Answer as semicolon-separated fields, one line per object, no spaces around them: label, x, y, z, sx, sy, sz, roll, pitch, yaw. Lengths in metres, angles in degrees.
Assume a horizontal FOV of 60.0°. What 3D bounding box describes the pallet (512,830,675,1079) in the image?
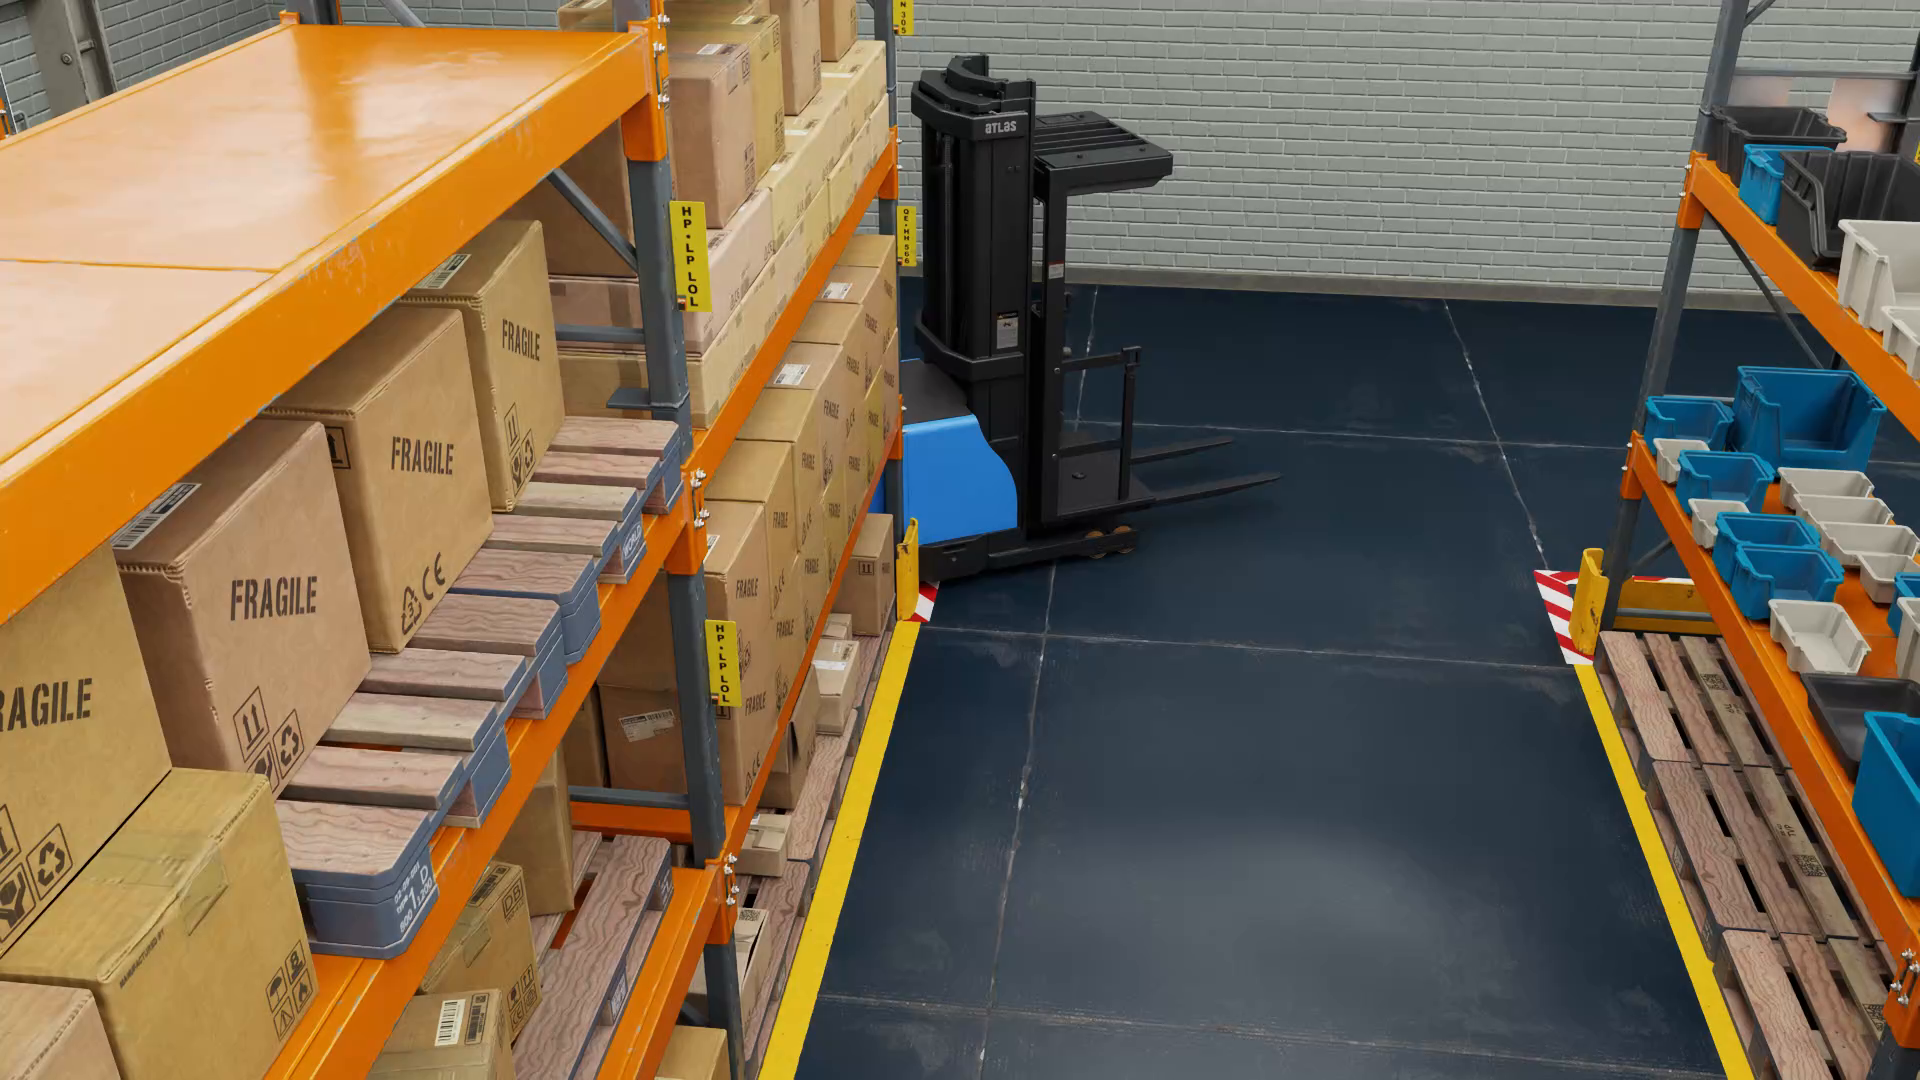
pallet;-1.527;1.337;5.101;1.003;0.211;1.213;3;28;6

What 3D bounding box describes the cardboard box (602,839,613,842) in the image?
cardboard box;-1.532;1.505;6.758;0.500;0.500;0.500;3;28;6

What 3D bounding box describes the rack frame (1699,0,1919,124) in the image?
rack frame;4.085;-3.352;7.276;1.000;3.000;0.127;3;28;6

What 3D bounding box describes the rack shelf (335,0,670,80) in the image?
rack shelf;-1.076;-2.382;6.238;1.077;0.370;4.000;3;28;6

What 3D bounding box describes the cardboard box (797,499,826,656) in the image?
cardboard box;-0.865;0.138;7.018;0.500;0.500;0.500;3;28;6

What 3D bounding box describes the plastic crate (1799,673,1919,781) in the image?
plastic crate;3.465;0.724;6.262;0.437;0.125;0.590;3;28;6

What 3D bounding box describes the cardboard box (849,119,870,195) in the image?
cardboard box;-0.704;-1.763;7.648;0.500;0.250;0.500;3;28;6

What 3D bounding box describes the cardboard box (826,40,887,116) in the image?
cardboard box;-0.640;-2.218;7.966;0.500;0.250;0.500;3;28;6

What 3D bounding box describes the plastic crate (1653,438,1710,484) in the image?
plastic crate;3.607;-0.378;8.296;0.250;0.136;0.298;3;28;6

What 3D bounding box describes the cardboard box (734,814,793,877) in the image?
cardboard box;-0.958;1.343;7.409;0.380;0.166;0.250;3;28;6

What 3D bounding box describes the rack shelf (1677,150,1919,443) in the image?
rack shelf;3.840;-0.773;6.411;1.077;0.370;4.000;3;28;6

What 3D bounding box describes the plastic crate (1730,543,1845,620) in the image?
plastic crate;3.530;0.195;7.131;0.416;0.233;0.300;3;28;6

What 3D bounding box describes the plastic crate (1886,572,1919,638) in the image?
plastic crate;4.088;0.318;6.902;0.416;0.233;0.300;3;28;6

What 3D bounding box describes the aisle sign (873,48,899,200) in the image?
aisle sign;-0.518;-2.159;8.646;0.394;0.787;0.004;3;28;6

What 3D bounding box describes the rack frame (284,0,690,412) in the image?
rack frame;-1.321;-1.759;4.319;1.000;3.000;0.127;3;28;6

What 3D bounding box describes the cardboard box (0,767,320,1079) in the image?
cardboard box;-1.665;0.709;2.796;0.910;0.500;0.500;3;28;6

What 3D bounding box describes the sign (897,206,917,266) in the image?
sign;-0.282;-1.608;8.810;0.100;0.325;0.005;3;28;6

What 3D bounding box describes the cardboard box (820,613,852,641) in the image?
cardboard box;-0.792;0.509;8.958;0.380;0.166;0.250;3;28;6

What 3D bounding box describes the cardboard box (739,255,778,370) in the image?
cardboard box;-0.950;-0.822;5.900;0.500;0.250;0.500;3;28;6

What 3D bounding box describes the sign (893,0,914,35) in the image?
sign;-0.282;-2.669;8.238;0.100;0.325;0.005;3;28;6

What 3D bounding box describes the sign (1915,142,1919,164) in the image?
sign;4.633;-1.961;7.967;0.100;0.325;0.005;3;28;6

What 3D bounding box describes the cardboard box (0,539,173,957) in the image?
cardboard box;-1.626;0.275;2.546;0.500;0.500;0.500;3;28;6

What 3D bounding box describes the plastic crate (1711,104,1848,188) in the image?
plastic crate;3.761;-1.809;7.712;0.497;0.269;0.590;3;28;6

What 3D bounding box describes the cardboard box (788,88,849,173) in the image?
cardboard box;-0.766;-1.748;7.092;0.500;0.250;0.500;3;28;6

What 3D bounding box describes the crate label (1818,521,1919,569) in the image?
crate label;4.105;0.041;7.517;0.396;0.136;0.243;3;28;6

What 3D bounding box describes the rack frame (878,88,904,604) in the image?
rack frame;-0.831;-1.000;9.236;1.000;3.000;0.127;3;28;6

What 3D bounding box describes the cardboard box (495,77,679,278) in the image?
cardboard box;-1.299;-1.153;5.198;0.700;0.500;0.500;3;28;6

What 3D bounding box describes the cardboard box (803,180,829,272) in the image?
cardboard box;-0.830;-1.293;6.774;0.500;0.250;0.500;3;28;6

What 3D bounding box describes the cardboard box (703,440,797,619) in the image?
cardboard box;-0.921;-0.050;6.313;0.500;0.500;0.500;2;28;5

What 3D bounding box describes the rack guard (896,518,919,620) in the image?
rack guard;-0.840;0.136;9.763;1.175;0.500;0.348;3;28;6

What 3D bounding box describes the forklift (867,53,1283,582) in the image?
forklift;0.581;-1.398;10.046;3.031;2.935;1.130;-10;30;-19

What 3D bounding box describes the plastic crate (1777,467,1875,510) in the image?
plastic crate;4.165;-0.227;8.015;0.396;0.136;0.243;3;28;6

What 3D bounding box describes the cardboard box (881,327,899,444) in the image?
cardboard box;-0.615;-0.818;8.792;0.500;0.500;0.500;4;29;8

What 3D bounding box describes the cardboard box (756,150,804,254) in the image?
cardboard box;-0.882;-1.277;6.218;0.500;0.250;0.500;3;28;6

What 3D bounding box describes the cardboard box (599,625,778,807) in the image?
cardboard box;-0.988;0.614;6.134;0.500;0.500;0.500;4;29;8

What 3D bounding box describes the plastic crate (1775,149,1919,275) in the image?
plastic crate;3.625;-1.301;6.697;0.504;0.338;0.767;3;28;6

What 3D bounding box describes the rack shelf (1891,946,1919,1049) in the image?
rack shelf;3.350;2.430;3.627;1.077;0.370;4.000;3;28;6

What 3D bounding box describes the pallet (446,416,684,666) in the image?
pallet;-1.470;-0.052;4.512;1.213;0.211;1.003;3;28;6

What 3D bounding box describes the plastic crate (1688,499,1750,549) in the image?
plastic crate;3.523;-0.059;7.703;0.250;0.136;0.298;3;28;6

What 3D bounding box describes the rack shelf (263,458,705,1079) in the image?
rack shelf;-1.566;0.820;3.453;1.077;0.370;4.000;3;28;6

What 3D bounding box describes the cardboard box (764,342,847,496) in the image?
cardboard box;-0.795;-0.535;7.213;0.500;0.500;0.500;4;29;8

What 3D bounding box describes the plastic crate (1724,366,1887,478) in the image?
plastic crate;4.229;-0.584;8.364;0.616;0.435;0.499;3;28;6

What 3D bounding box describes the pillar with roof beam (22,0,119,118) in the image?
pillar with roof beam;-2.002;-4.999;10.333;9.100;9.000;0.400;3;28;6

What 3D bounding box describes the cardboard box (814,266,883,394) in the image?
cardboard box;-0.673;-1.021;8.116;0.500;0.500;0.500;4;29;8

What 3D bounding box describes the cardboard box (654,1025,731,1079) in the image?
cardboard box;-1.097;2.038;5.768;0.500;0.500;0.500;3;28;6

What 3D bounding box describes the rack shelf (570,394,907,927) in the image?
rack shelf;-1.076;0.258;7.660;1.077;0.370;4.000;3;28;6

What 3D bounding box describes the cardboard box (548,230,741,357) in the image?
cardboard box;-1.014;-0.807;5.345;0.500;0.250;0.500;3;28;6

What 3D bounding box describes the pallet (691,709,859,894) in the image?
pallet;-1.089;1.211;8.072;1.003;0.211;1.213;3;28;6

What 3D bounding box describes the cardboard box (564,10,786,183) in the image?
cardboard box;-1.042;-1.616;6.057;0.700;0.500;0.500;3;28;6

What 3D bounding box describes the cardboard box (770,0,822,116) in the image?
cardboard box;-0.977;-2.090;6.937;0.700;0.500;0.500;3;28;6

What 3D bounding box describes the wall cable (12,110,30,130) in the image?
wall cable;-6.529;-2.392;10.747;0.084;1.984;1.851;3;28;6

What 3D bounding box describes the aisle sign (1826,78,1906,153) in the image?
aisle sign;4.385;-1.872;8.114;0.394;0.787;0.004;3;28;6

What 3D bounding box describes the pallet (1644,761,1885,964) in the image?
pallet;3.794;1.475;7.581;1.003;0.211;1.213;3;28;6

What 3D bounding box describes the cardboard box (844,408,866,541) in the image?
cardboard box;-0.742;-0.339;7.903;0.500;0.500;0.500;4;29;7

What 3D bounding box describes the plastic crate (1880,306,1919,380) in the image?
plastic crate;3.373;-0.653;5.707;0.293;0.136;0.466;3;28;6

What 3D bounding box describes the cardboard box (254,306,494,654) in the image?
cardboard box;-1.515;-0.162;3.864;0.600;0.600;0.600;3;28;6

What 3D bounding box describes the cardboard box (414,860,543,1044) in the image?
cardboard box;-1.622;1.191;4.621;0.700;0.500;0.500;8;29;14

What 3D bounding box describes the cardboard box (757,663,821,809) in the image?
cardboard box;-1.096;0.903;7.871;0.797;0.503;0.637;3;28;6
